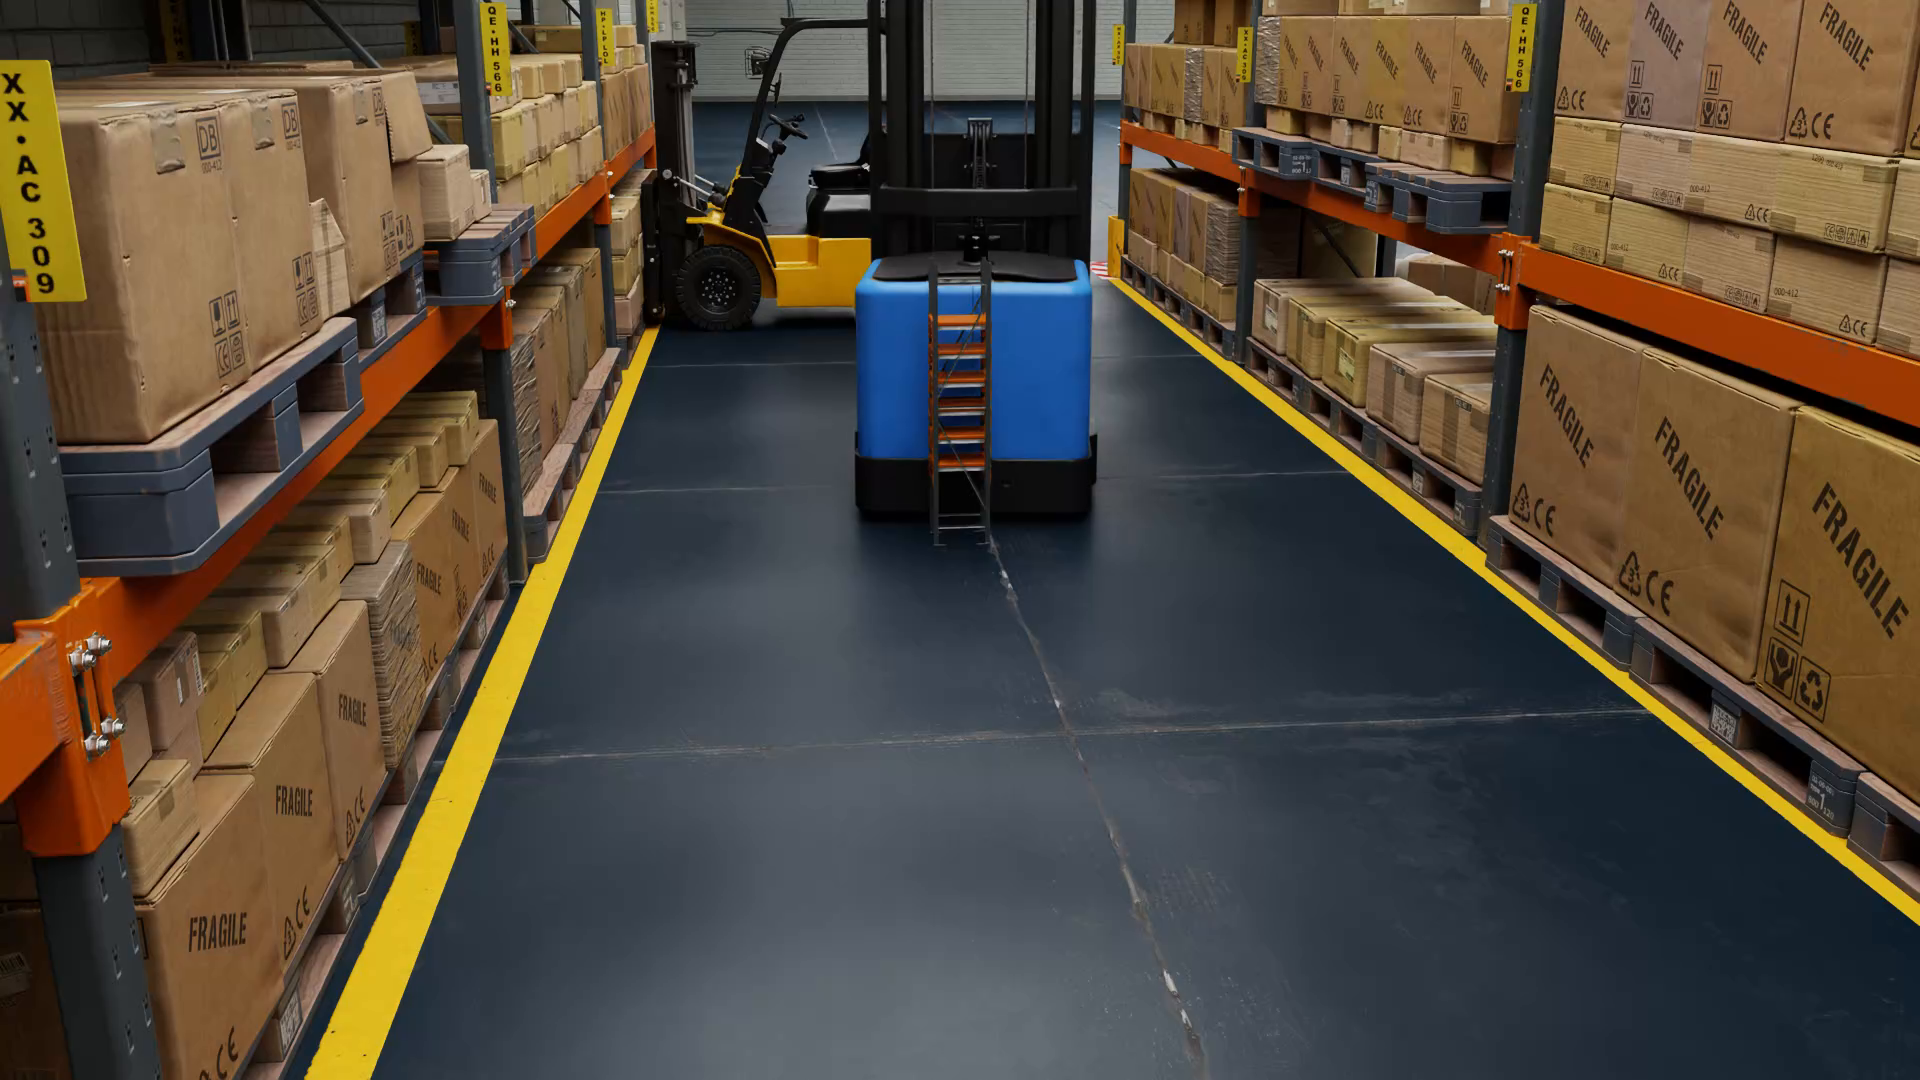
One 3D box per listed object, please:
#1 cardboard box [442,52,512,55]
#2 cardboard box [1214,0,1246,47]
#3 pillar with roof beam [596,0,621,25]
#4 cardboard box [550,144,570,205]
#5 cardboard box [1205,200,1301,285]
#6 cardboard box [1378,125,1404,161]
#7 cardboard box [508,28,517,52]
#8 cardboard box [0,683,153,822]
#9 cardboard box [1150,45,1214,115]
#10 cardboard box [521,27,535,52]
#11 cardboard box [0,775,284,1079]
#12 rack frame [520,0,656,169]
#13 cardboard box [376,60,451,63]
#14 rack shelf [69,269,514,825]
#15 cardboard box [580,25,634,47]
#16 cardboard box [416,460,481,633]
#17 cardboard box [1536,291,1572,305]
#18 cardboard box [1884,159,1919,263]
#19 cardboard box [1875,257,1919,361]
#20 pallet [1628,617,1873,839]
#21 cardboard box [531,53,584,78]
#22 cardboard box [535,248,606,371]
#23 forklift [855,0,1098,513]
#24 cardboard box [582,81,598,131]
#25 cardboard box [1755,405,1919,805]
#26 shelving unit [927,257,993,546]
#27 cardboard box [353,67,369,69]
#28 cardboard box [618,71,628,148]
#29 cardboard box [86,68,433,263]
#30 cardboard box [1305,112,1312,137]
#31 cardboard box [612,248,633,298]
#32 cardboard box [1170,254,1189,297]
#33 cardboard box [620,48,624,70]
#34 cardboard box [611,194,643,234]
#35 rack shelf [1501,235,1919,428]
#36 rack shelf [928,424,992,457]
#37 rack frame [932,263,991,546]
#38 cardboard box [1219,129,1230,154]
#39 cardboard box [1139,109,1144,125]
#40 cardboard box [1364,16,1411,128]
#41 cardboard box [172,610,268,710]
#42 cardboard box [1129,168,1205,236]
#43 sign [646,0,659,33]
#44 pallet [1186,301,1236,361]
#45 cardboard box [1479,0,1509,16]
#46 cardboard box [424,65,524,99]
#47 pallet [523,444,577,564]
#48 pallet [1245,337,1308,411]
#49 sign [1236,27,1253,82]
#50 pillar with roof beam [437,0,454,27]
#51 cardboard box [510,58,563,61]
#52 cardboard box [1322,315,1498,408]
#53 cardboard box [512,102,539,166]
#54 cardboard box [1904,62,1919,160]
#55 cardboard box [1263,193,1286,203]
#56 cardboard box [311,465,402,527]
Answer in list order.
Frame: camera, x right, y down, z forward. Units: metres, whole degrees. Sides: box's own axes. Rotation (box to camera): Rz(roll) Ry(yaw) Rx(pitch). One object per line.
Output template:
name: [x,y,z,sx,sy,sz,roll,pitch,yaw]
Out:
cardboard box: [-2.930,-2.886,10.113,0.380,0.149,0.250,-2,18,-6]
cardboard box: [2.265,-3.856,12.119,0.700,0.500,0.500,-2,18,-6]
pillar with roof beam: [-0.835,-9.968,23.905,9.100,9.000,0.400,-2,18,-6]
cardboard box: [-2.191,-1.776,8.075,0.500,0.250,0.500,-1,17,-4]
cardboard box: [1.967,-2.010,11.209,0.500,0.500,0.500,-2,18,-6]
cardboard box: [2.209,-1.883,7.886,0.380,0.149,0.250,-1,17,-5]
cardboard box: [-2.960,-3.102,10.304,0.380,0.149,0.250,-2,18,-7]
cardboard box: [-1.649,0.370,2.884,0.380,0.149,0.250,-2,18,-7]
cardboard box: [1.766,-3.521,12.722,0.500,0.500,0.500,-2,18,-7]
cardboard box: [-2.514,-3.119,10.358,0.380,0.149,0.250,-2,17,-5]
cardboard box: [-1.643,0.783,3.146,0.500,0.500,0.500,-1,17,-3]
rack frame: [-3.054,-3.633,13.741,1.000,3.000,0.127,-2,18,-6]
cardboard box: [-2.740,-2.306,8.264,0.380,0.149,0.250,-2,18,-6]
rack shelf: [-2.023,-0.310,4.359,1.077,0.370,4.000,-2,18,-6]
cardboard box: [-2.576,-3.655,12.064,0.380,0.149,0.250,-1,17,-5]
cardboard box: [-1.931,0.011,5.605,0.500,0.500,0.500,-2,18,-6]
cardboard box: [4.062,-1.828,10.902,0.500,0.500,0.500,-2,18,-6]
cardboard box: [2.714,-0.806,4.152,0.500,0.250,0.500,-1,17,-4]
cardboard box: [2.739,-0.569,4.233,0.500,0.250,0.500,-2,18,-7]
pallet: [2.837,0.526,5.148,1.003,0.211,1.213,-2,18,-6]
cardboard box: [-2.413,-2.902,10.162,0.380,0.149,0.250,-2,18,-7]
cardboard box: [-2.577,-1.354,9.744,0.875,0.625,0.625,-1,17,-3]
forklift: [0.112,-1.905,8.351,1.130,2.935,3.031,1,17,2]
cardboard box: [-2.337,-2.470,9.452,0.500,0.250,0.500,-2,18,-7]
cardboard box: [2.876,0.150,4.538,0.875,0.875,0.875,-1,17,-4]
shelving unit: [-0.001,-0.577,7.011,0.258,1.200,0.189,-2,18,-6]
cardboard box: [-2.663,-1.922,7.041,0.380,0.149,0.250,-2,18,-7]
cardboard box: [-2.551,-2.935,11.350,0.500,0.500,0.500,-2,18,-6]
cardboard box: [-1.877,-1.019,4.540,0.797,0.503,0.637,-2,18,-7]
cardboard box: [2.160,-2.345,9.357,0.380,0.149,0.250,-1,17,-2]
cardboard box: [-2.385,-1.722,10.709,0.500,0.250,0.500,-2,18,-6]
cardboard box: [1.854,-1.962,12.308,0.500,0.250,0.500,-2,17,-5]
cardboard box: [-2.553,-3.363,11.631,0.380,0.149,0.250,-2,18,-7]
cardboard box: [-2.485,-2.261,11.592,0.500,0.250,0.500,-1,17,-4]
rack shelf: [2.914,-0.465,4.851,1.077,0.370,4.000,-2,18,-6]
rack shelf: [-0.001,-0.420,7.060,0.258,0.103,0.180,-2,18,-6]
rack frame: [0.008,-0.550,6.924,0.240,1.200,0.006,-2,18,-6]
cardboard box: [1.926,-2.636,10.986,0.380,0.149,0.250,-1,17,-4]
cardboard box: [1.712,-3.560,13.928,0.380,0.149,0.250,-2,18,-5]
cardboard box: [2.267,-2.225,7.891,0.500,0.500,0.500,-3,18,-9]
cardboard box: [-1.774,0.272,3.691,0.380,0.149,0.250,-2,18,-7]
cardboard box: [1.694,-2.778,13.655,0.500,0.500,0.500,-2,18,-7]
sign: [-2.513,-4.311,13.573,0.100,0.325,0.005,-2,18,-6]
pallet: [2.191,-1.464,11.489,1.003,0.211,1.213,-2,18,-6]
cardboard box: [2.703,-2.879,8.891,0.380,0.149,0.250,-3,18,-8]
cardboard box: [-2.145,-2.018,7.346,0.380,0.149,0.250,-2,17,-5]
pallet: [-2.275,-0.166,7.352,1.003,0.211,1.213,-2,18,-6]
pallet: [2.377,-1.033,10.116,1.003,0.211,1.213,-2,18,-6]
sign: [1.756,-2.990,10.247,0.100,0.325,0.005,-2,18,-6]
pillar with roof beam: [0.403,-6.393,12.517,9.100,9.000,0.400,-2,18,-6]
cardboard box: [-2.245,-2.398,8.559,0.380,0.149,0.250,-2,18,-7]
cardboard box: [2.503,-0.965,8.929,0.950,0.372,0.625,-1,17,-4]
cardboard box: [-2.082,-1.705,7.017,0.500,0.250,0.500,-1,17,-4]
cardboard box: [2.731,-1.168,4.053,0.500,0.500,0.500,-1,17,-4]
cardboard box: [2.436,-2.185,11.767,0.500,0.500,0.500,-1,17,-3]
cardboard box: [-1.876,-0.113,4.918,0.380,0.149,0.250,-2,18,-6]
